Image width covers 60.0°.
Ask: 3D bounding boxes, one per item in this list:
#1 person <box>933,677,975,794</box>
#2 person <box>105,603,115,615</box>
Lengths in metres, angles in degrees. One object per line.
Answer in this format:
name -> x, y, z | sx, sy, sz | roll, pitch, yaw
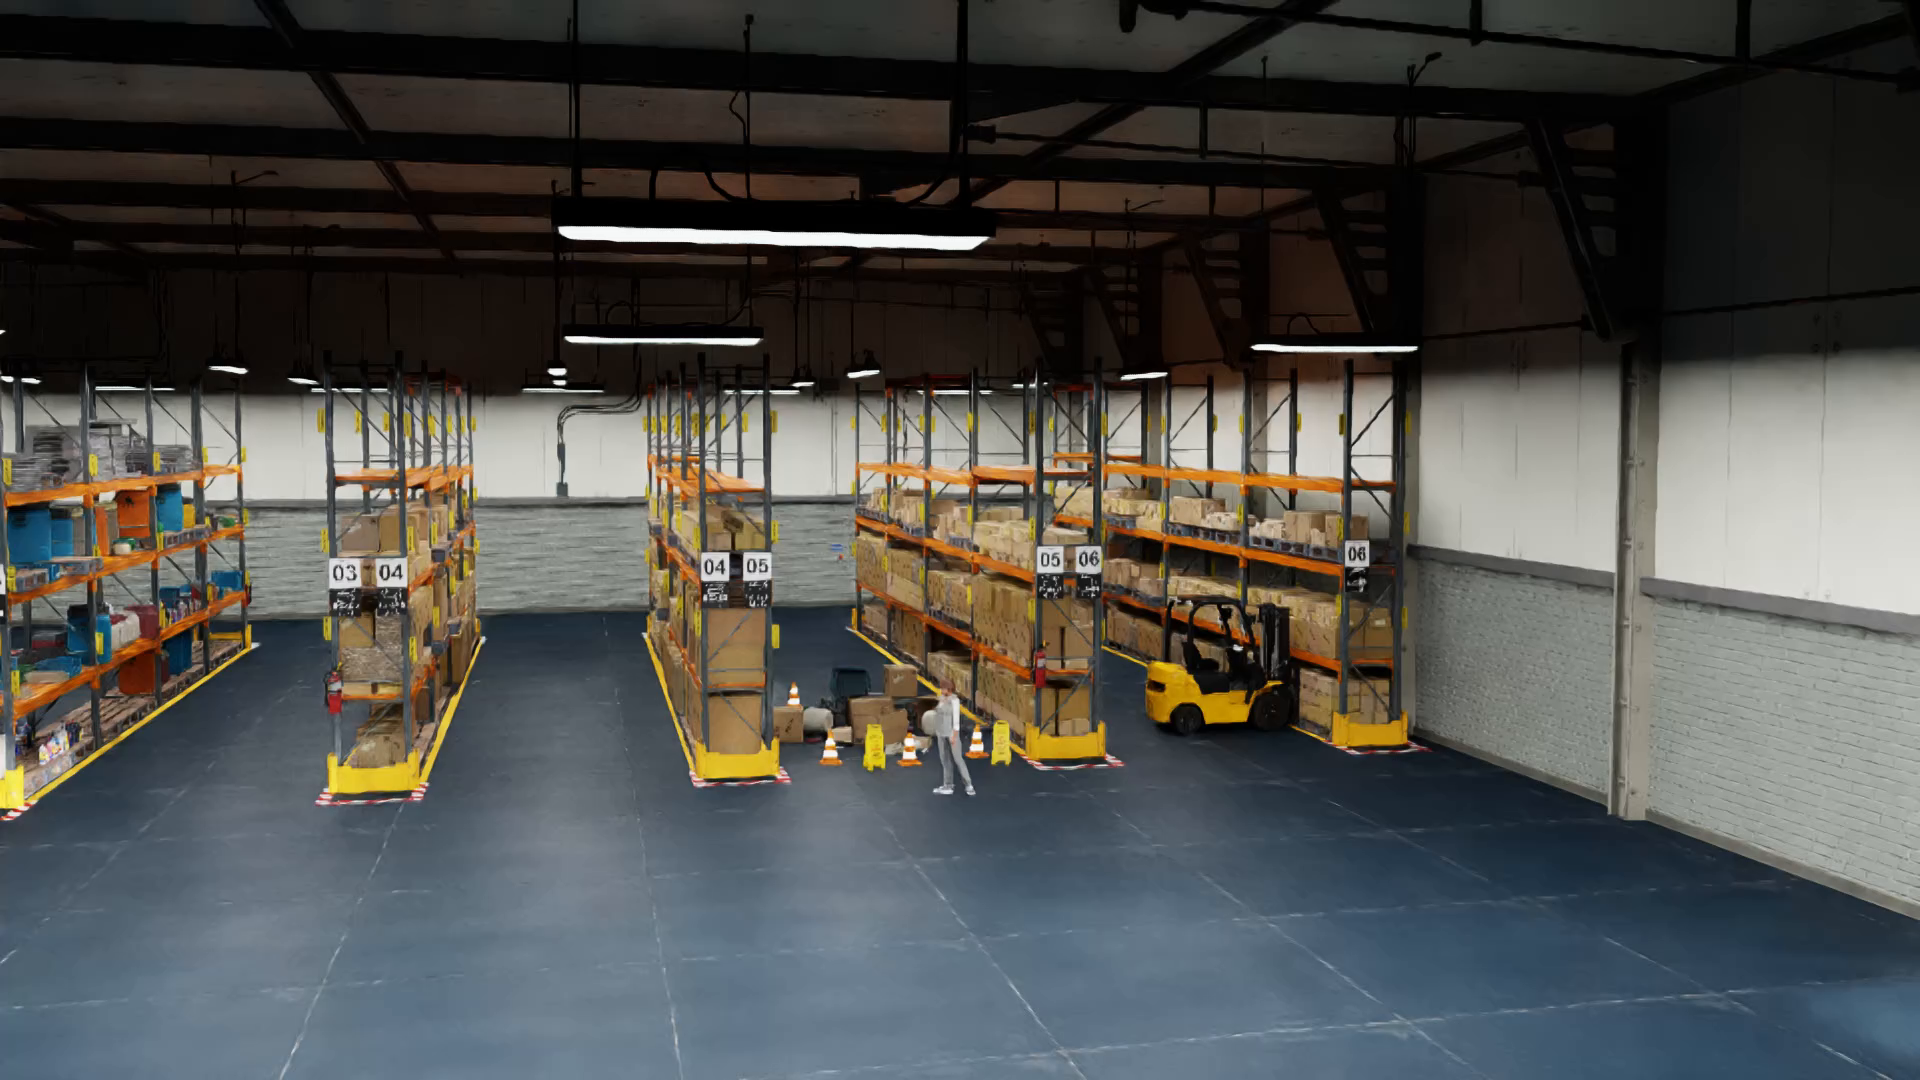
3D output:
person -> -0.070, 2.649, 22.505 | 0.431, 1.592, 0.601 | -3, 5, -37
person -> -17.167, 1.843, 33.152 | 0.577, 1.687, 1.121 | -1, 4, -11
